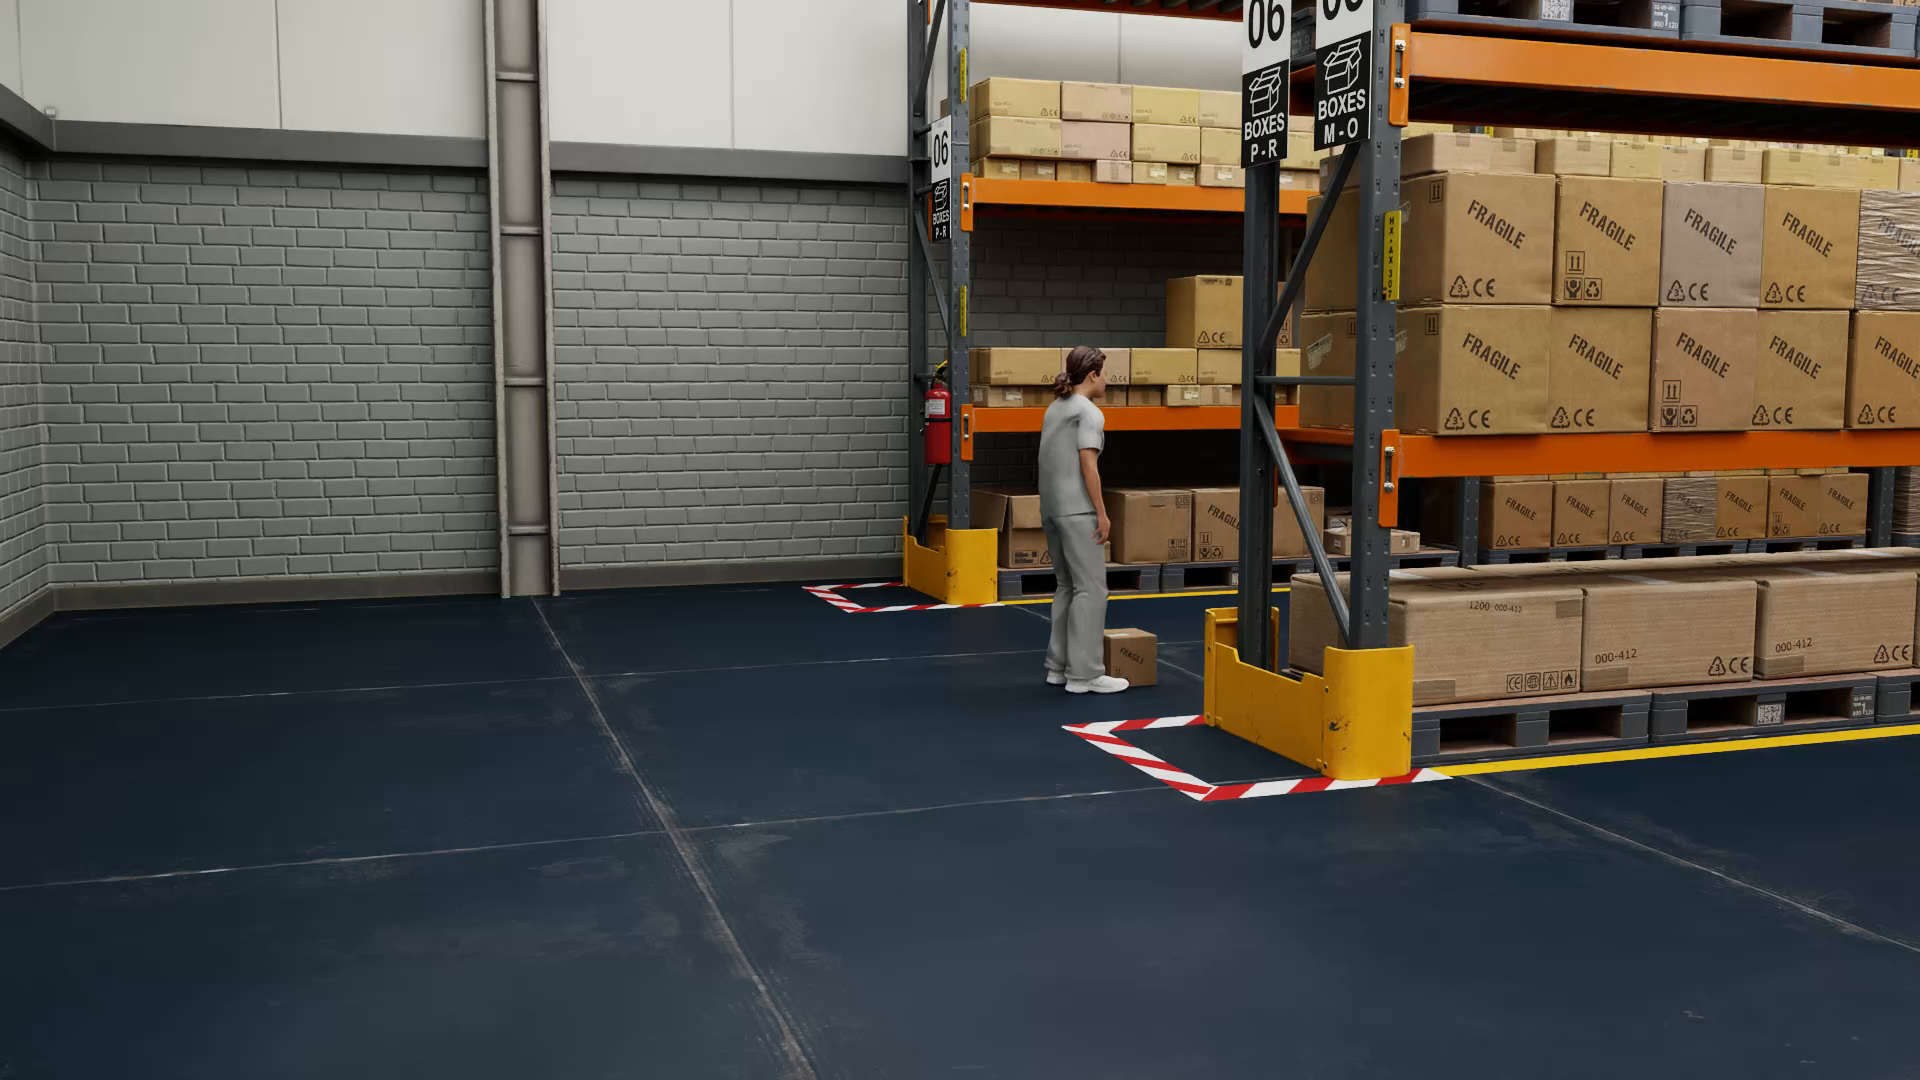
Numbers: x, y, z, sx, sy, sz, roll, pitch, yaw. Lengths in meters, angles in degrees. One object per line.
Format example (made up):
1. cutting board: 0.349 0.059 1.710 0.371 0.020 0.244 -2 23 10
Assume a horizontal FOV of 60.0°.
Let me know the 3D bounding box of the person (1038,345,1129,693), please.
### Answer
1. person: 0.580 -0.111 8.127 0.364 1.671 0.513 -2 6 -22
